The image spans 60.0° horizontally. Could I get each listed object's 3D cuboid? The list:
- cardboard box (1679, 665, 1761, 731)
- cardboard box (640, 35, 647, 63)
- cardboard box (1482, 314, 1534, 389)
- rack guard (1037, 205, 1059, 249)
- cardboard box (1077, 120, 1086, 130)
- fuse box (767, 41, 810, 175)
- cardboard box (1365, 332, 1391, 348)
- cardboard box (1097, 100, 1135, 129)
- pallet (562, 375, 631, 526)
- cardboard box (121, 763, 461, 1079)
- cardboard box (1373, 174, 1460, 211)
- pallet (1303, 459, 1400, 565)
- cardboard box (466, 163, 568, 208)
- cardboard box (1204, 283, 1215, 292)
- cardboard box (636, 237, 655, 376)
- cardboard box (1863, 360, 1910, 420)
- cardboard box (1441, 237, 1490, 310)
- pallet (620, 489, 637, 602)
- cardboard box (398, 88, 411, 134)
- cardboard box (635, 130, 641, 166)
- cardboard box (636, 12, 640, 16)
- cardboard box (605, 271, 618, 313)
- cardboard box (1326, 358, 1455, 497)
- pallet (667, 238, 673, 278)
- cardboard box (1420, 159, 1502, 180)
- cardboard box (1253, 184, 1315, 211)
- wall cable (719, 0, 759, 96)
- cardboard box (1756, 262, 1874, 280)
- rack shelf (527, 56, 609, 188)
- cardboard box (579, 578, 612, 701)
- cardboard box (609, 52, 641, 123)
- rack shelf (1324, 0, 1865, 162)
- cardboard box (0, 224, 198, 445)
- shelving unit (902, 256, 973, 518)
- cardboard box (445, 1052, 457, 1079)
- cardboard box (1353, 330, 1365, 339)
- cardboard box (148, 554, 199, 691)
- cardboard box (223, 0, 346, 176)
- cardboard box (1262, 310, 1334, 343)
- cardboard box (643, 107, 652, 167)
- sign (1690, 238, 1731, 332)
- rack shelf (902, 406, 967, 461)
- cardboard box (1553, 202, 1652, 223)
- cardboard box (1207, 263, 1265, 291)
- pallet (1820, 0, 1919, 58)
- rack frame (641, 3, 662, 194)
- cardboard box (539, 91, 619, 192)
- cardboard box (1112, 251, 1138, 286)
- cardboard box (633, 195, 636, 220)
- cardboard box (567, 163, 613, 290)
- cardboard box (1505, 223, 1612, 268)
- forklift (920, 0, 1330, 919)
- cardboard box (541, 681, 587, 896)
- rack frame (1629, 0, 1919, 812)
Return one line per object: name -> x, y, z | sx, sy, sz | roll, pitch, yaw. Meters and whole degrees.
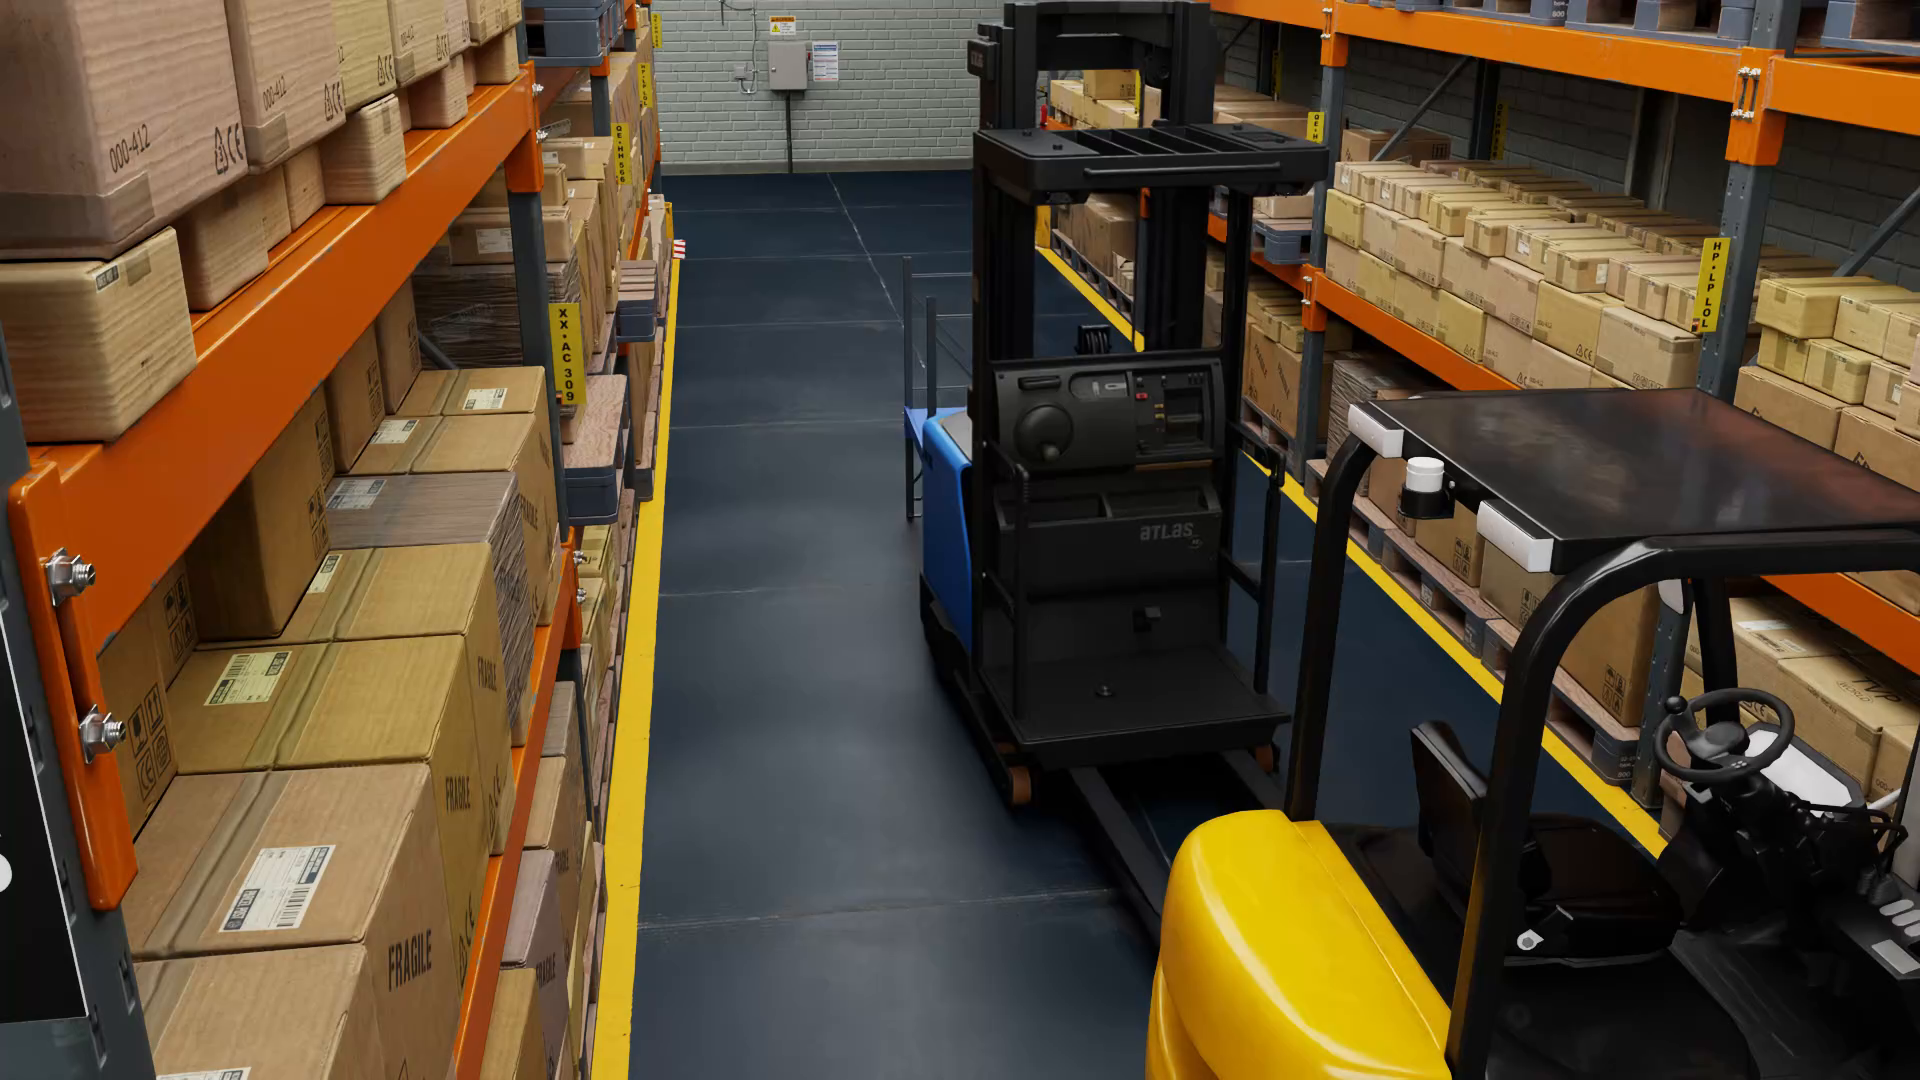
cardboard box -> 2.894, 0.636, 5.843 | 0.500, 0.250, 0.500 | -3, 21, -8
cardboard box -> -2.893, -3.968, 13.982 | 0.500, 0.500, 0.500 | -3, 21, -7
cardboard box -> 2.679, -0.843, 7.400 | 0.500, 0.250, 0.500 | -3, 21, -7
rack guard -> 1.410, -3.362, 17.504 | 1.175, 0.500, 0.348 | -3, 21, -8
cardboard box -> 1.312, -3.866, 15.638 | 0.380, 0.149, 0.250 | -4, 21, -9
fuse box -> -2.248, -5.711, 22.061 | 0.539, 1.711, 0.414 | -3, 21, -8
cardboard box -> 2.786, -1.316, 10.497 | 0.380, 0.149, 0.250 | -2, 21, -5
cardboard box -> 1.516, -3.754, 14.768 | 0.500, 0.250, 0.500 | -3, 21, -8
pallet -> -1.748, -0.335, 6.101 | 1.003, 0.211, 1.213 | -3, 21, -8
cardboard box -> -1.077, 0.689, 2.518 | 0.500, 0.500, 0.500 | -2, 21, -6
cardboard box -> 2.409, -1.835, 8.772 | 0.380, 0.149, 0.250 | -2, 21, -6
pallet -> 2.633, -0.196, 9.440 | 1.003, 0.211, 1.213 | -3, 21, -8
cardboard box -> -1.758, -1.391, 6.559 | 0.380, 0.149, 0.250 | -2, 21, -5
cardboard box -> 1.977, -1.665, 12.358 | 0.500, 0.500, 0.500 | -4, 21, -9
cardboard box -> -2.629, -1.601, 11.653 | 0.875, 0.875, 0.875 | -2, 21, -6
cardboard box -> 3.019, -0.453, 5.073 | 0.380, 0.149, 0.250 | -3, 21, -8
cardboard box -> 2.602, -1.256, 7.793 | 0.500, 0.250, 0.500 | -3, 21, -7
pallet -> -2.247, 0.039, 8.810 | 1.003, 0.211, 1.213 | -3, 21, -8
cardboard box -> -1.347, -0.896, 3.399 | 0.380, 0.149, 0.250 | -2, 21, -7
cardboard box -> -2.552, -2.774, 11.855 | 0.500, 0.250, 0.500 | -2, 21, -6
cardboard box -> -3.024, -4.574, 14.676 | 0.380, 0.149, 0.250 | -2, 21, -6
cardboard box -> -1.806, -1.159, 7.791 | 0.380, 0.149, 0.250 | -3, 21, -7
cardboard box -> 2.629, -0.657, 9.483 | 0.875, 0.625, 0.625 | -2, 21, -6
pallet -> -3.319, -2.729, 16.220 | 1.003, 0.211, 1.213 | -3, 21, -8
cardboard box -> 2.800, -2.038, 9.315 | 0.380, 0.149, 0.250 | -2, 21, -6
cardboard box -> 2.080, -2.265, 10.608 | 0.500, 0.250, 0.500 | -4, 21, -10
wall cable -> -2.946, -6.810, 21.711 | 0.588, 1.984, 0.122 | -3, 21, -8
cardboard box -> 3.304, -0.983, 6.492 | 0.380, 0.149, 0.250 | -4, 21, -10
rack shelf -> -2.070, -1.914, 6.794 | 1.077, 0.370, 4.000 | -3, 21, -8
cardboard box -> -1.967, 0.451, 6.877 | 0.950, 0.372, 0.625 | -2, 21, -4
cardboard box -> -2.622, -3.296, 12.182 | 0.500, 0.500, 0.500 | -2, 21, -6
rack shelf -> 2.841, -2.165, 7.468 | 1.077, 0.370, 4.000 | -3, 21, -8
cardboard box -> -0.932, -0.187, 1.501 | 0.380, 0.149, 0.250 | -3, 21, -8
shelving unit -> 0.012, -0.673, 8.875 | 0.538, 1.500, 1.048 | -3, 21, -8
cardboard box -> -1.049, 0.949, 2.748 | 0.380, 0.149, 0.250 | -3, 21, -7
cardboard box -> 2.718, -1.146, 10.971 | 0.500, 0.500, 0.500 | -3, 21, -8
cardboard box -> -1.736, 0.064, 2.759 | 0.700, 0.500, 0.500 | -3, 21, -8
cardboard box -> -1.077, -0.605, 2.050 | 0.500, 0.250, 0.500 | -3, 21, -9
cardboard box -> 2.161, -1.370, 10.643 | 0.380, 0.149, 0.250 | -4, 21, -11
cardboard box -> -2.812, -3.320, 13.675 | 0.500, 0.500, 0.500 | -3, 21, -7
sign -> 2.594, -0.879, 5.742 | 0.100, 0.325, 0.005 | -3, 21, -8
rack shelf -> 0.012, -0.505, 8.938 | 0.538, 0.185, 1.000 | -3, 21, -8
cardboard box -> 3.040, -1.507, 7.895 | 0.380, 0.149, 0.250 | -2, 21, -6
cardboard box -> 2.015, -1.918, 12.109 | 0.380, 0.149, 0.250 | -2, 21, -6
pallet -> 3.278, -1.474, 4.716 | 1.003, 0.211, 1.213 | -3, 21, -8
rack frame -> -3.512, -4.308, 16.463 | 1.000, 3.000, 0.127 | -3, 21, -8
cardboard box -> -2.188, -2.236, 9.345 | 0.500, 0.500, 0.500 | -4, 21, -10
cardboard box -> 1.554, -2.392, 14.641 | 0.396, 0.266, 0.258 | -2, 21, -6
cardboard box -> -2.495, -2.358, 11.457 | 0.500, 0.250, 0.500 | -3, 21, -9
cardboard box -> -1.859, -1.424, 7.574 | 0.500, 0.500, 0.500 | -4, 21, -11
cardboard box -> 2.647, -1.303, 7.349 | 0.380, 0.149, 0.250 | -3, 21, -7
forklift -> 0.644, -0.486, 6.328 | 1.130, 2.935, 3.031 | -5, 21, -12
cardboard box -> -1.431, 0.778, 5.103 | 0.500, 0.500, 0.500 | -3, 21, -9
rack frame -> 3.129, -0.405, 6.013 | 1.000, 3.000, 0.127 | -3, 21, -8
